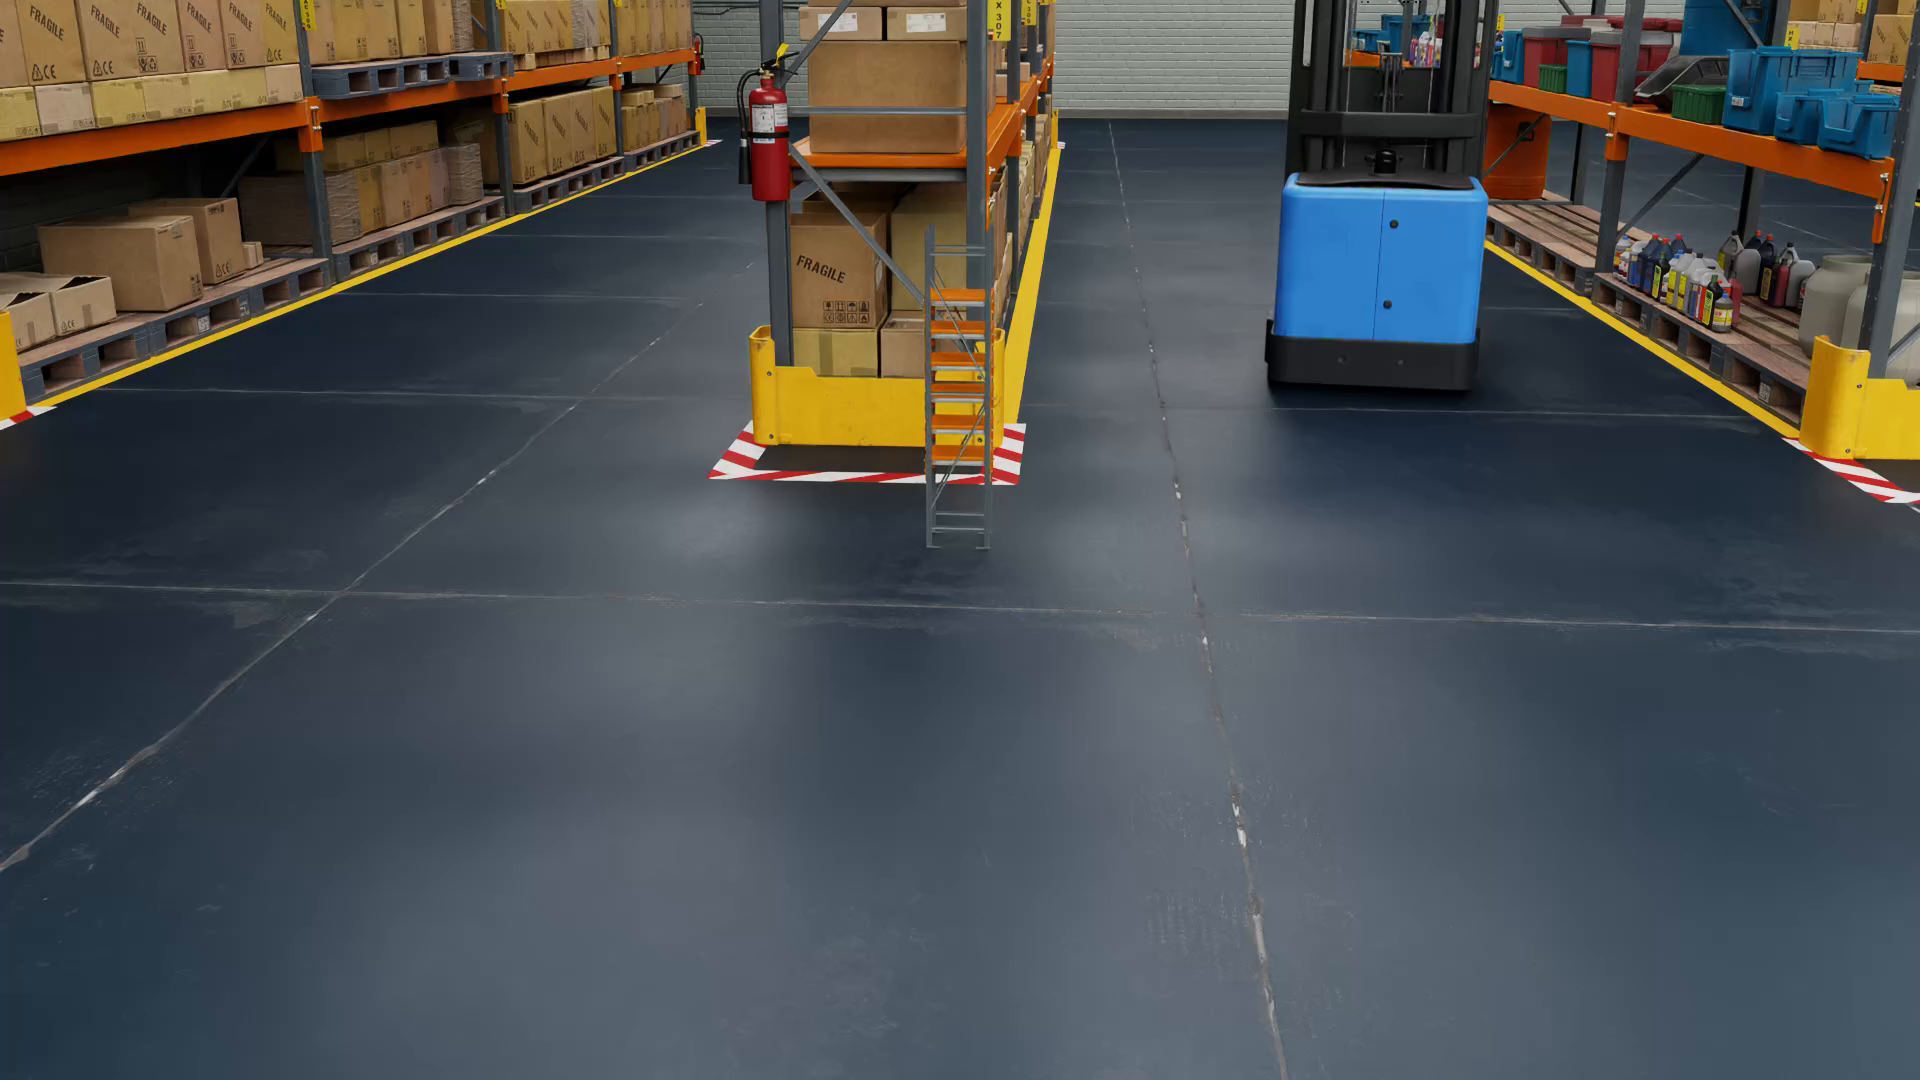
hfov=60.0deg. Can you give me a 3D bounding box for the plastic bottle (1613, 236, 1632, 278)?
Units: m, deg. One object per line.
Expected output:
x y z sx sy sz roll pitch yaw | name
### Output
4.386 -1.875 11.004 0.097 0.271 0.097 0 18 0 | plastic bottle

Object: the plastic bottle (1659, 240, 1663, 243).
4.497 -1.778 10.687 0.061 0.283 0.133 1 18 4 | plastic bottle

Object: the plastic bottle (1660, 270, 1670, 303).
4.318 -1.544 10.105 0.097 0.201 0.097 0 18 0 | plastic bottle

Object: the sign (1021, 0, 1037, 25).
0.460 -3.601 11.077 0.100 0.325 0.005 1 18 4 | sign

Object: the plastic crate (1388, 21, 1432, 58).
5.113 -5.710 18.962 0.392 0.384 0.575 1 18 4 | plastic crate

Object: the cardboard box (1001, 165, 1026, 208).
0.261 -2.762 12.876 0.500 0.311 0.500 1 18 2 | cardboard box

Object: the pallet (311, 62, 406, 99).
-4.835 -3.416 12.339 1.003 0.211 1.213 1 18 4 | pallet

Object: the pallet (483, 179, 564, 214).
-4.617 -3.433 16.563 1.003 0.211 1.213 1 18 4 | pallet

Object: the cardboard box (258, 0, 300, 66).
-4.760 -3.414 11.029 0.500 0.500 0.500 1 18 4 | cardboard box

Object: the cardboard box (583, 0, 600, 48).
-4.270 -5.648 18.174 0.500 0.500 0.500 1 18 4 | cardboard box

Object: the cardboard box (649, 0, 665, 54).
-4.306 -6.521 21.026 0.980 0.700 0.700 0 18 1 | cardboard box

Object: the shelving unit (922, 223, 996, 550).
-0.001 -0.566 6.222 0.258 1.200 0.189 1 18 4 | shelving unit

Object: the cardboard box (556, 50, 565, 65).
-4.369 -5.061 17.422 0.380 0.149 0.250 2 18 6 | cardboard box

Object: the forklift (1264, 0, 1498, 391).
2.462 -2.580 9.591 1.130 2.935 3.031 4 19 12 | forklift

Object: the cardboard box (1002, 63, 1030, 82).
0.404 -4.001 14.220 0.380 0.149 0.250 1 18 4 | cardboard box

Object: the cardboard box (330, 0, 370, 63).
-4.917 -3.860 12.520 0.700 0.500 0.500 3 18 10 | cardboard box

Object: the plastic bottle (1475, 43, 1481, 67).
4.737 -4.374 15.142 0.061 0.283 0.133 1 18 4 | plastic bottle

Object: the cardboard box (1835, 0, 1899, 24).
10.127 -6.001 18.479 0.500 0.500 0.500 2 18 5 | cardboard box

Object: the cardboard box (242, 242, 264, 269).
-5.043 -1.969 11.458 0.380 0.166 0.250 -1 18 -3 | cardboard box

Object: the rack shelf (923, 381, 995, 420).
-0.001 -0.523 6.236 0.258 0.103 0.180 1 18 4 | rack shelf

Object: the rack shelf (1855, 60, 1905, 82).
10.217 -4.463 16.382 1.077 0.370 4.000 1 18 4 | rack shelf

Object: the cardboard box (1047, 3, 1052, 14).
0.794 -6.311 19.100 0.500 0.500 0.500 2 18 5 | cardboard box

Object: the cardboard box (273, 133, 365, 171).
-4.971 -3.017 12.915 0.500 0.250 0.500 1 18 3 | cardboard box

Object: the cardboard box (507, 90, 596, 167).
-4.439 -4.455 17.979 0.750 0.750 0.750 2 18 6 | cardboard box

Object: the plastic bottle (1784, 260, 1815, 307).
5.035 -1.550 10.004 0.152 0.276 0.135 2 18 5 | plastic bottle

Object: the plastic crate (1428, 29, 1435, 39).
5.713 -5.979 19.947 0.437 0.282 0.530 1 18 4 | plastic crate

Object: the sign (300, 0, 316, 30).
-4.493 -3.675 11.430 0.100 0.325 0.005 1 18 4 | sign

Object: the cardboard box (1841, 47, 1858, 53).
10.055 -5.409 18.516 0.380 0.149 0.250 1 18 4 | cardboard box

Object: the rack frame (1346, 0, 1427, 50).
5.707 -6.779 22.294 1.000 3.000 0.127 1 18 4 | rack frame

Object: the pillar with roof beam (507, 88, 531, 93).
-0.980 -8.749 18.673 9.100 9.000 0.400 1 18 4 | pillar with roof beam

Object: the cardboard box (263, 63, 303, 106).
-4.767 -3.057 11.145 0.500 0.250 0.500 1 18 4 | cardboard box

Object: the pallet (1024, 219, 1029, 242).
0.095 -2.826 14.709 1.003 0.211 1.213 1 18 4 | pallet

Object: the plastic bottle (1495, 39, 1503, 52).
5.500 -4.959 16.946 0.097 0.271 0.097 0 18 0 | plastic bottle

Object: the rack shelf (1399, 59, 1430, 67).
5.277 -4.574 16.719 1.077 0.370 4.000 1 18 4 | rack shelf

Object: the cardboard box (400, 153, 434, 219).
-4.908 -3.000 14.068 0.700 0.500 0.500 1 18 4 | cardboard box

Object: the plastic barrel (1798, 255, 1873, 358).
4.567 -1.189 8.555 0.421 0.512 0.421 0 18 0 | plastic barrel

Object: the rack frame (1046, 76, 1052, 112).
0.766 -6.891 22.635 1.000 3.000 0.127 1 18 4 | rack frame

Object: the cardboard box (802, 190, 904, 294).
-0.582 -1.655 9.193 0.500 0.500 0.500 1 18 4 | cardboard box

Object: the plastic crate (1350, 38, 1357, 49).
5.255 -6.515 21.816 0.250 0.136 0.298 1 18 4 | plastic crate

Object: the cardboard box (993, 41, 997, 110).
-0.119 -3.073 10.824 0.700 0.500 0.500 1 18 2 | cardboard box

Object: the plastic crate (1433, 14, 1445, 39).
5.734 -5.867 19.313 0.402 0.464 0.583 1 18 4 | plastic crate

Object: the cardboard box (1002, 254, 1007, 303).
0.024 -1.597 10.221 0.500 0.250 0.500 1 18 4 | cardboard box

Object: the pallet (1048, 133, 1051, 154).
0.705 -5.294 22.241 1.003 0.211 1.213 1 18 4 | pallet

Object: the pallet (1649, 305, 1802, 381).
4.672 -1.139 9.561 1.003 0.211 1.213 1 18 4 | pallet

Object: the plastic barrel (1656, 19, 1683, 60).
5.134 -3.409 11.791 0.433 0.535 0.433 0 18 0 | plastic barrel

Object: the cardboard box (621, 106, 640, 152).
-4.306 -4.999 20.203 0.700 0.500 0.500 2 18 5 | cardboard box

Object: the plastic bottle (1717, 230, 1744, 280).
4.944 -1.799 10.644 0.144 0.351 0.185 1 18 4 | plastic bottle

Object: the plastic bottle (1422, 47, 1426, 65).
4.938 -5.128 17.574 0.097 0.201 0.097 0 18 0 | plastic bottle

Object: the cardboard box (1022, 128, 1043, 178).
0.584 -3.881 16.757 0.500 0.500 0.500 1 18 3 | cardboard box

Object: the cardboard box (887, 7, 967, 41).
-0.138 -2.394 7.710 0.380 0.149 0.250 1 18 4 | cardboard box
